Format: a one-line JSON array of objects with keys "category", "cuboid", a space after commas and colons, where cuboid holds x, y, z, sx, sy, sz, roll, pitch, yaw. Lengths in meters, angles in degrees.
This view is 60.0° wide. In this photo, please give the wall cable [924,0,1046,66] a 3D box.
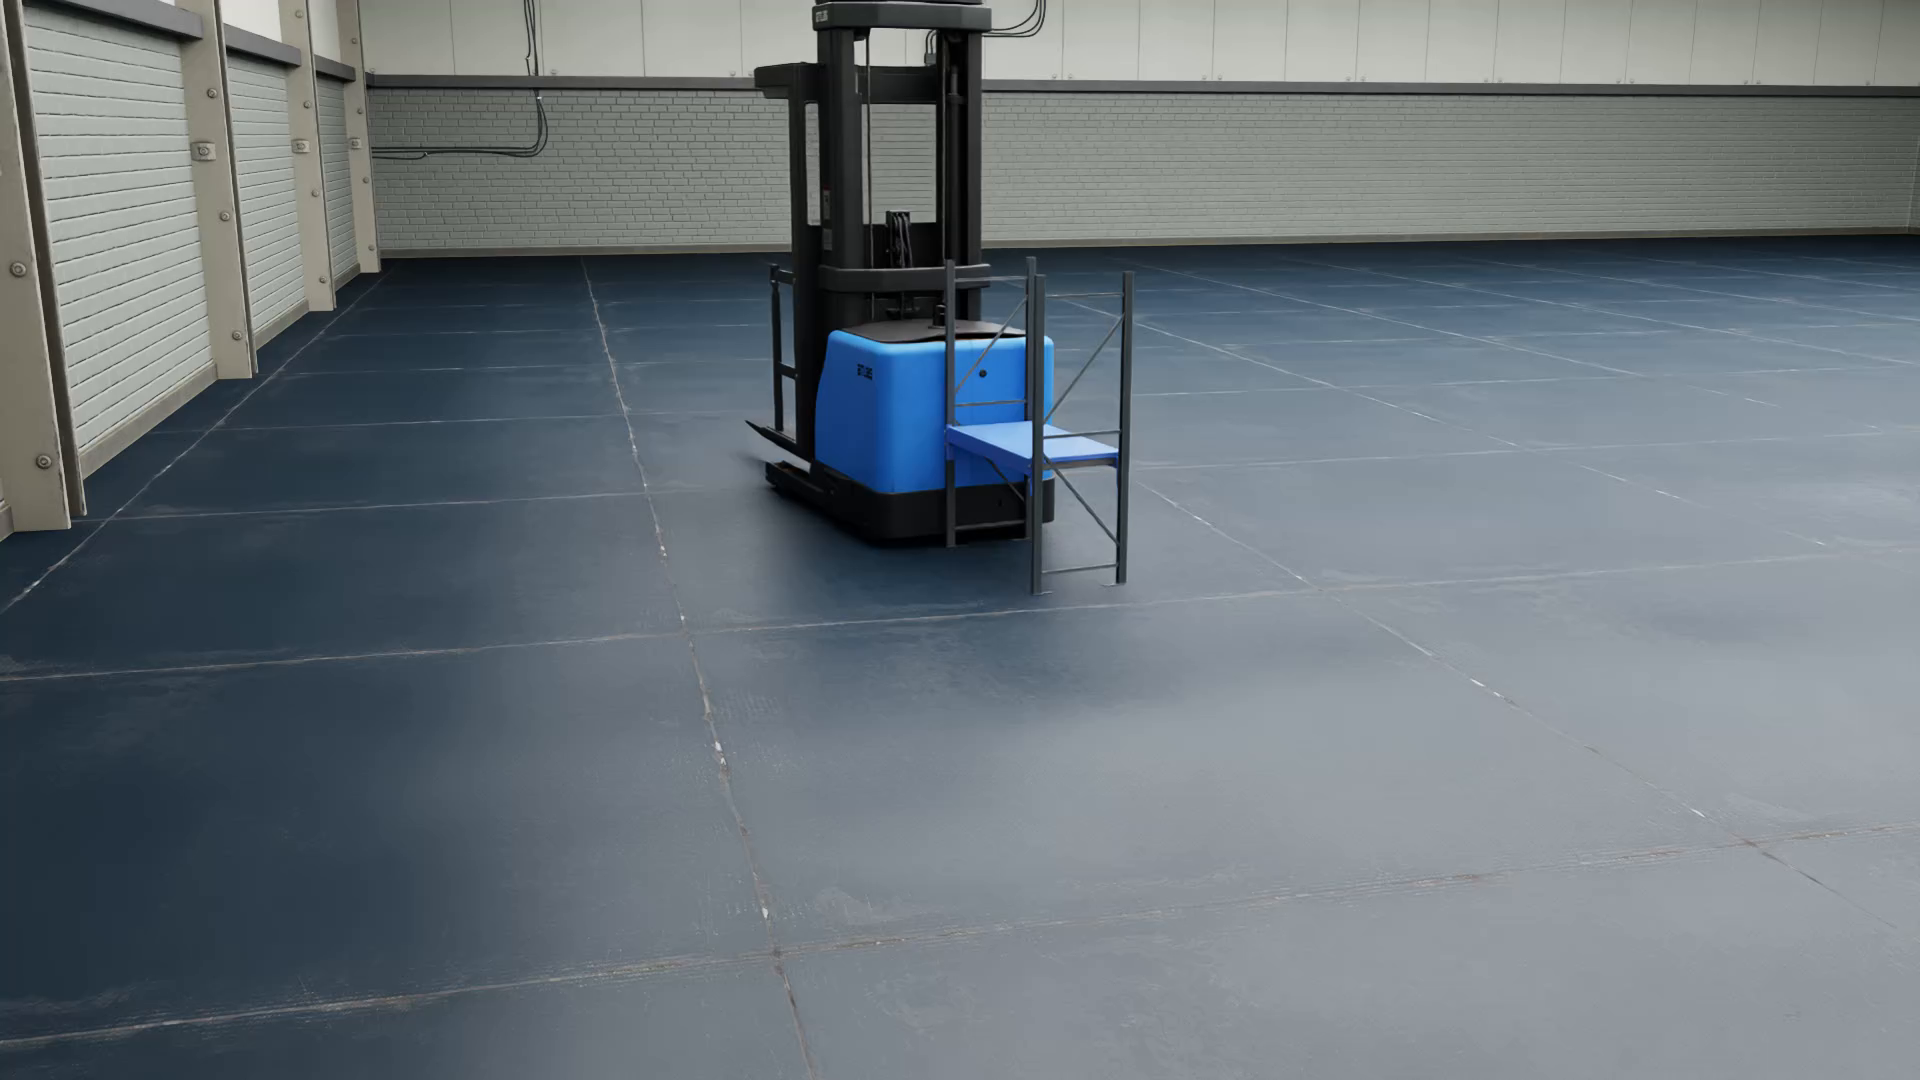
[{"category": "wall cable", "cuboid": [0.481, -11.553, 30.088, 2.305, 6.003, 0.169, -3, 14, -13]}]

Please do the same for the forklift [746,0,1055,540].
[{"category": "forklift", "cuboid": [-0.543, -1.732, 9.839, 1.130, 2.935, 3.031, -6, 15, -23]}]

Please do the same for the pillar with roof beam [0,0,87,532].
[{"category": "pillar with roof beam", "cuboid": [-0.932, -4.710, 9.243, 9.100, 9.000, 0.400, -3, 14, -13]}]

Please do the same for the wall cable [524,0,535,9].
[{"category": "wall cable", "cuboid": [-6.121, -10.471, 28.727, 3.097, 2.526, 0.112, -3, 14, -13]}]

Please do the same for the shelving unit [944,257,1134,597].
[{"category": "shelving unit", "cuboid": [0.363, -0.598, 8.216, 0.538, 1.500, 1.048, -6, 15, -23]}]

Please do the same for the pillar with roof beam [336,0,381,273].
[{"category": "pillar with roof beam", "cuboid": [-5.160, -8.862, 26.240, 9.100, 9.000, 0.400, -3, 14, -13]}]

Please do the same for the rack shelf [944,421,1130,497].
[{"category": "rack shelf", "cuboid": [0.363, -0.424, 8.259, 0.538, 0.185, 1.000, -6, 15, -23]}]

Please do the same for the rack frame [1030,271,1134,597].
[{"category": "rack frame", "cuboid": [0.568, -0.488, 7.765, 0.500, 1.500, 0.032, -6, 15, -23]}]

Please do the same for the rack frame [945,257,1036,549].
[{"category": "rack frame", "cuboid": [0.157, -0.709, 8.668, 0.500, 1.500, 0.032, -6, 15, -23]}]

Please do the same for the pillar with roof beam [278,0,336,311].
[{"category": "pillar with roof beam", "cuboid": [-3.750, -7.478, 20.574, 9.100, 9.000, 0.400, -3, 14, -13]}]

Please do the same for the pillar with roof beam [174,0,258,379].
[{"category": "pillar with roof beam", "cuboid": [-2.341, -6.094, 14.908, 9.100, 9.000, 0.400, -3, 14, -13]}]

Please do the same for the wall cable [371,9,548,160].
[{"category": "wall cable", "cuboid": [-8.751, -7.867, 28.709, 3.097, 2.526, 0.112, -3, 14, -13]}]
